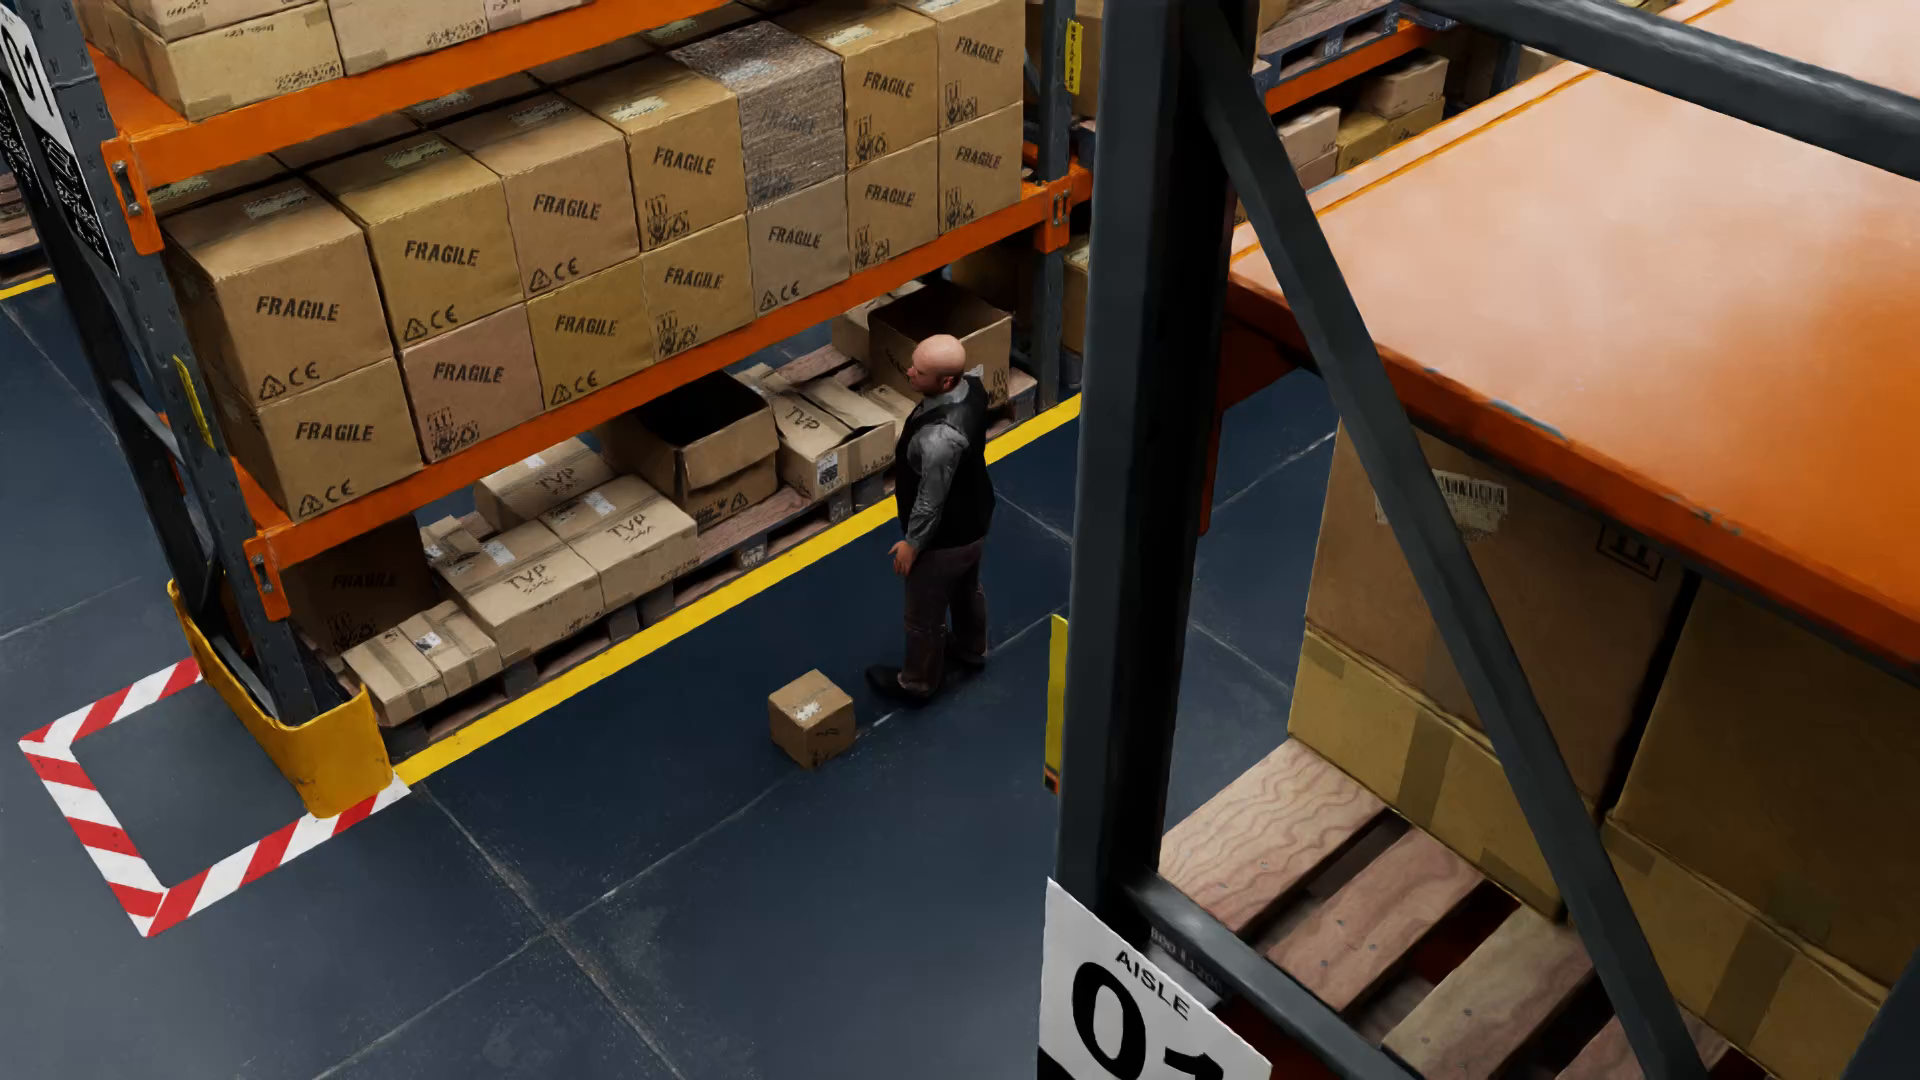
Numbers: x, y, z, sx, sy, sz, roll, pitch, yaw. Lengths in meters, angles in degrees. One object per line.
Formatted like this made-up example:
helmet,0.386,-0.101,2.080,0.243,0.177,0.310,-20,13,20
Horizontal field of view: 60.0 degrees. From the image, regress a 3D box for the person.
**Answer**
person,-0.120,-0.087,6.572,0.516,1.730,0.582,9,40,10
